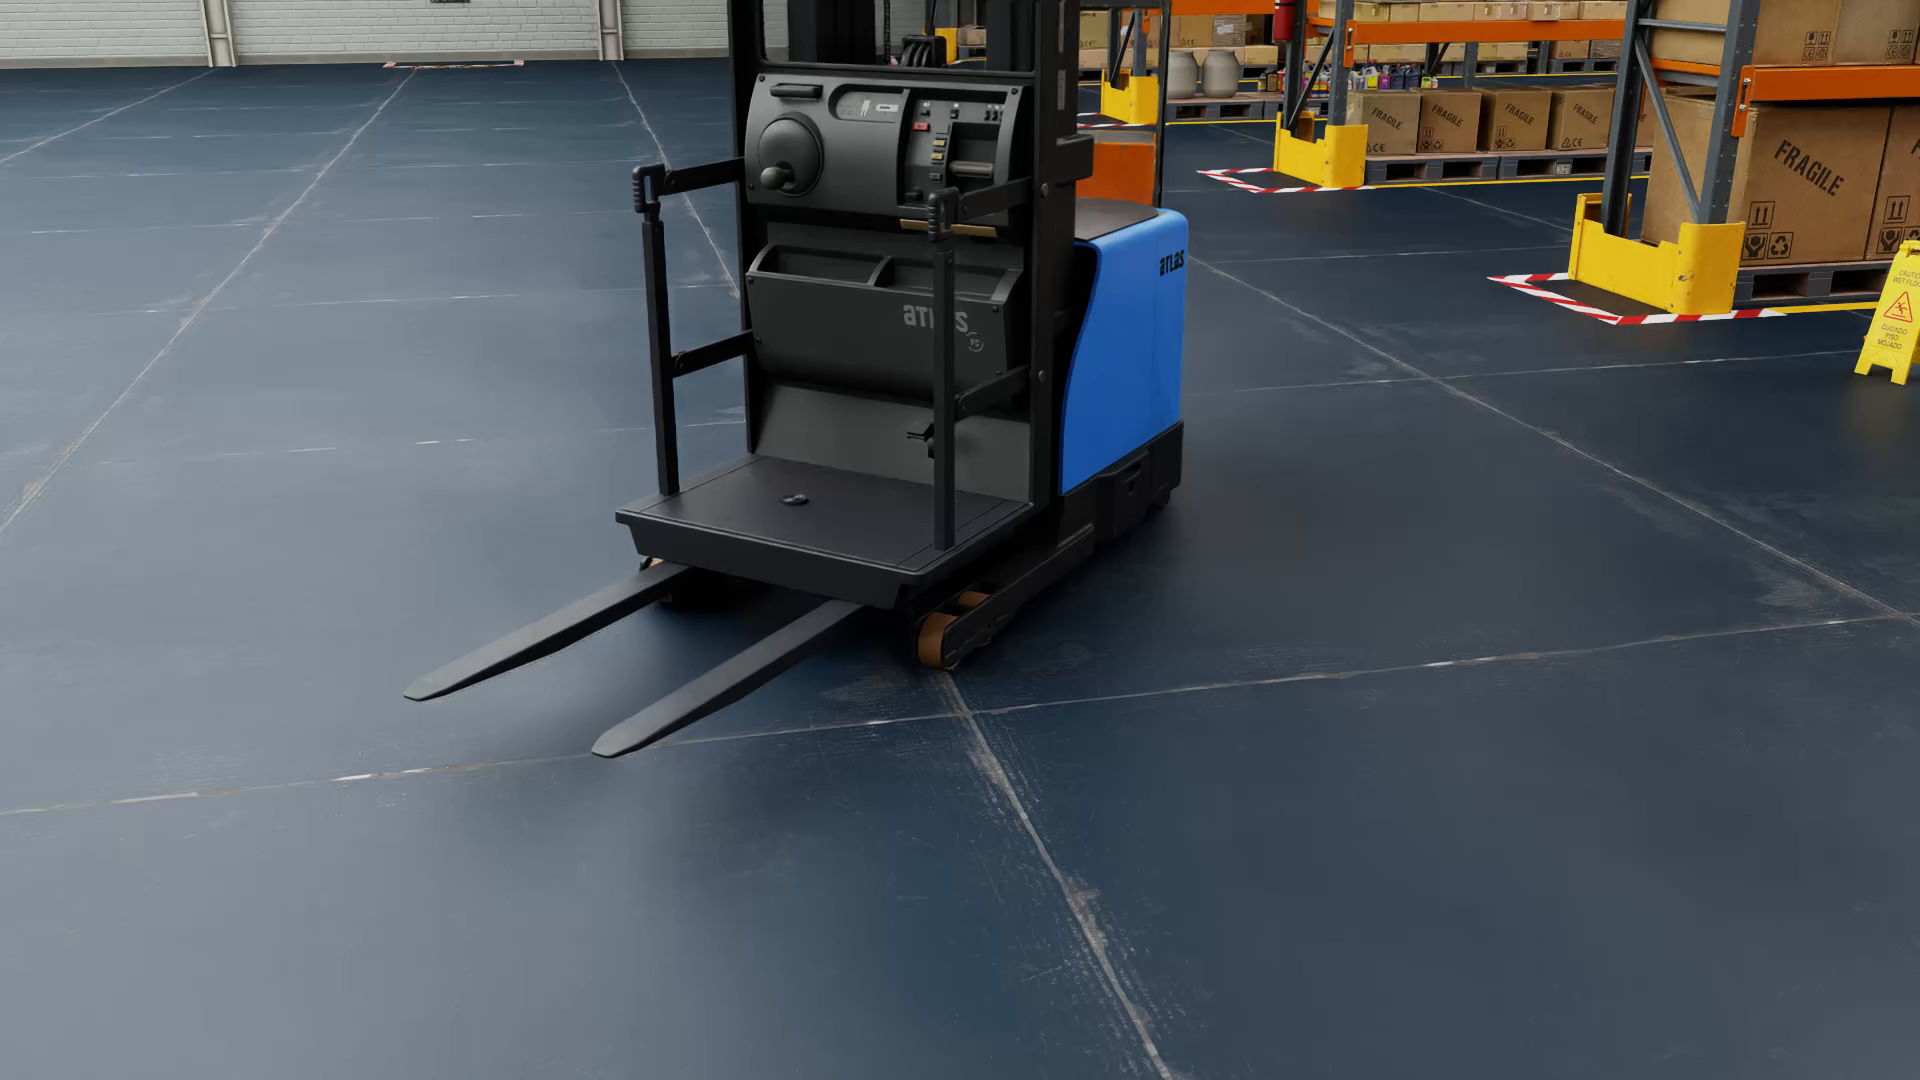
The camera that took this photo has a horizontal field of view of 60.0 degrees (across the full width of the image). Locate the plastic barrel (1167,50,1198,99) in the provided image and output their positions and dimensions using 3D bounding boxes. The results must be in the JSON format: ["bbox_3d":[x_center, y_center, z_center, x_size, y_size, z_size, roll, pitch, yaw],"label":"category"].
[{"bbox_3d":[2.486,-5.288,18.896,0.421,0.512,0.421,0,20,0],"label":"plastic barrel"}]

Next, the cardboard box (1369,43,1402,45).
[{"bbox_3d":[6.071,-7.354,24.102,0.500,0.311,0.500,-5,21,-14],"label":"cardboard box"}]

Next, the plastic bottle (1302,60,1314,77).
[{"bbox_3d":[4.096,-5.473,19.605,0.185,0.351,0.144,-4,20,-10],"label":"plastic bottle"}]

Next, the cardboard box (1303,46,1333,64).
[{"bbox_3d":[5.069,-7.012,23.981,0.500,0.250,0.500,-5,21,-14],"label":"cardboard box"}]

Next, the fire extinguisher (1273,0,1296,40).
[{"bbox_3d":[2.785,-4.632,14.212,0.183,0.674,0.296,-5,21,-12],"label":"fire extinguisher"}]

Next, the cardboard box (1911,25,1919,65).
[{"bbox_3d":[5.501,-3.023,9.489,0.550,0.550,0.875,-5,21,-12],"label":"cardboard box"}]

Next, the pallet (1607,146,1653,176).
[{"bbox_3d":[6.250,-3.466,14.969,1.213,0.211,1.003,-5,21,-12],"label":"pallet"}]

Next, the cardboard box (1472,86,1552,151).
[{"bbox_3d":[4.802,-3.693,14.558,0.500,0.500,0.500,-3,20,-7],"label":"cardboard box"}]

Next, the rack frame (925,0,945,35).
[{"bbox_3d":[-0.417,-9.498,27.381,0.127,3.000,1.000,-5,21,-12],"label":"rack frame"}]

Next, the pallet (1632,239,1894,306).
[{"bbox_3d":[4.806,-1.635,9.972,1.213,0.211,1.003,-5,21,-12],"label":"pallet"}]

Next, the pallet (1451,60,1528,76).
[{"bbox_3d":[7.702,-7.112,24.922,1.213,0.211,1.003,-5,21,-12],"label":"pallet"}]

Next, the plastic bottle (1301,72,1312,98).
[{"bbox_3d":[3.924,-5.164,18.859,0.133,0.283,0.061,-4,21,-12],"label":"plastic bottle"}]

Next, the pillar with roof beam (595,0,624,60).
[{"bbox_3d":[-4.783,-10.744,22.061,0.400,9.000,9.100,-5,21,-12],"label":"pillar with roof beam"}]

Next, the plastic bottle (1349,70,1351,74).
[{"bbox_3d":[4.510,-5.265,19.136,0.133,0.283,0.061,-5,21,-12],"label":"plastic bottle"}]

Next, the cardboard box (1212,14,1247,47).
[{"bbox_3d":[3.729,-7.269,23.594,0.500,0.500,0.500,-5,21,-12],"label":"cardboard box"}]

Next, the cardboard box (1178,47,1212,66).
[{"bbox_3d":[3.246,-6.872,23.600,0.500,0.250,0.500,-5,21,-12],"label":"cardboard box"}]

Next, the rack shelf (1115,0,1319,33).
[{"bbox_3d":[3.809,-6.002,18.884,4.000,0.370,1.077,-5,21,-12],"label":"rack shelf"}]

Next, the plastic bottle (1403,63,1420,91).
[{"bbox_3d":[5.195,-5.313,19.170,0.185,0.351,0.144,-5,21,-14],"label":"plastic bottle"}]

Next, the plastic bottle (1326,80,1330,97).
[{"bbox_3d":[4.226,-5.156,18.958,0.097,0.201,0.097,0,20,0],"label":"plastic bottle"}]

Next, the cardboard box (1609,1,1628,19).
[{"bbox_3d":[5.526,-4.524,14.170,0.250,0.149,0.380,-5,21,-12],"label":"cardboard box"}]

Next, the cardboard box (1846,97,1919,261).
[{"bbox_3d":[5.546,-2.201,9.941,0.875,0.875,0.875,-5,21,-13],"label":"cardboard box"}]

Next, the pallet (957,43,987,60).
[{"bbox_3d":[0.456,-8.247,28.021,1.213,0.211,1.003,-5,21,-12],"label":"pallet"}]

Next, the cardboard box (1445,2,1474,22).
[{"bbox_3d":[4.068,-4.403,13.839,0.250,0.149,0.380,-5,21,-12],"label":"cardboard box"}]

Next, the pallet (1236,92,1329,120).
[{"bbox_3d":[3.903,-5.052,19.299,1.213,0.211,1.003,-5,21,-12],"label":"pallet"}]

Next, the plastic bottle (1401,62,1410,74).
[{"bbox_3d":[5.162,-5.362,19.302,0.185,0.351,0.144,-5,21,-12],"label":"plastic bottle"}]

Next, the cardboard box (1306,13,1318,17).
[{"bbox_3d":[6.152,-9.087,29.256,0.500,0.500,0.700,-5,21,-13],"label":"cardboard box"}]

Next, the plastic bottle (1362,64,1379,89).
[{"bbox_3d":[4.694,-5.273,19.059,0.185,0.351,0.144,-5,21,-13],"label":"plastic bottle"}]

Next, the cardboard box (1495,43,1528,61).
[{"bbox_3d":[8.056,-7.256,24.648,0.500,0.250,0.500,-4,21,-11],"label":"cardboard box"}]

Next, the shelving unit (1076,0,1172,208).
[{"bbox_3d":[0.520,-1.349,6.435,0.503,2.100,0.431,4,20,8],"label":"shelving unit"}]

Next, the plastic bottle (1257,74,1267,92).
[{"bbox_3d":[3.549,-5.366,19.532,0.097,0.201,0.097,0,20,0],"label":"plastic bottle"}]

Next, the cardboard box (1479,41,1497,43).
[{"bbox_3d":[7.555,-7.475,24.432,0.500,0.311,0.500,-5,21,-13],"label":"cardboard box"}]

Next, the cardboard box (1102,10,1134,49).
[{"bbox_3d":[2.270,-7.150,23.270,0.500,0.500,0.500,-5,21,-12],"label":"cardboard box"}]

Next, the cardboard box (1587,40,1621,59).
[{"bbox_3d":[9.529,-7.490,24.894,0.500,0.500,0.500,-5,21,-14],"label":"cardboard box"}]

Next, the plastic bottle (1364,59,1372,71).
[{"bbox_3d":[4.875,-5.536,19.778,0.185,0.351,0.144,-4,21,-11],"label":"plastic bottle"}]

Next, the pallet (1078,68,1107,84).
[{"bbox_3d":[1.461,-6.605,23.539,1.213,0.211,1.003,-5,21,-12],"label":"pallet"}]

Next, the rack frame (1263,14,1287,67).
[{"bbox_3d":[4.620,-8.156,23.720,0.127,3.000,1.000,-5,21,-12],"label":"rack frame"}]

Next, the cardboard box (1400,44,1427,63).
[{"bbox_3d":[6.565,-7.133,24.314,0.500,0.250,0.500,-4,21,-11],"label":"cardboard box"}]

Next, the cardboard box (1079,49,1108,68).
[{"bbox_3d":[1.786,-6.755,23.280,0.500,0.250,0.500,-5,21,-12],"label":"cardboard box"}]

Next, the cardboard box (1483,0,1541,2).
[{"bbox_3d":[4.500,-4.849,14.114,0.500,0.500,0.875,-5,21,-12],"label":"cardboard box"}]

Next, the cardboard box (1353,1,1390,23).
[{"bbox_3d":[3.335,-4.348,13.690,0.250,0.149,0.380,-5,21,-12],"label":"cardboard box"}]

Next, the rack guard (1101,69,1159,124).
[{"bbox_3d":[1.926,-5.030,18.818,0.348,0.500,1.175,-5,21,-12],"label":"rack guard"}]

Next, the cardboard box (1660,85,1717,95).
[{"bbox_3d":[6.497,-3.845,14.975,0.500,0.500,0.500,-5,21,-14],"label":"cardboard box"}]

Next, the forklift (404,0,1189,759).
[{"bbox_3d":[-0.343,-1.179,4.772,1.130,2.935,3.031,11,23,28],"label":"forklift"}]

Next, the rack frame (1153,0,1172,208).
[{"bbox_3d":[0.761,-1.333,6.399,0.015,2.100,0.400,4,20,8],"label":"rack frame"}]

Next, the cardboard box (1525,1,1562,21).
[{"bbox_3d":[4.817,-4.435,13.925,0.250,0.149,0.380,-5,21,-12],"label":"cardboard box"}]

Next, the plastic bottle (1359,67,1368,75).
[{"bbox_3d":[4.761,-5.447,19.650,0.097,0.271,0.097,0,20,0],"label":"plastic bottle"}]

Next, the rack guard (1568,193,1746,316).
[{"bbox_3d":[4.022,-1.680,9.673,0.348,0.500,1.175,-5,21,-12],"label":"rack guard"}]
